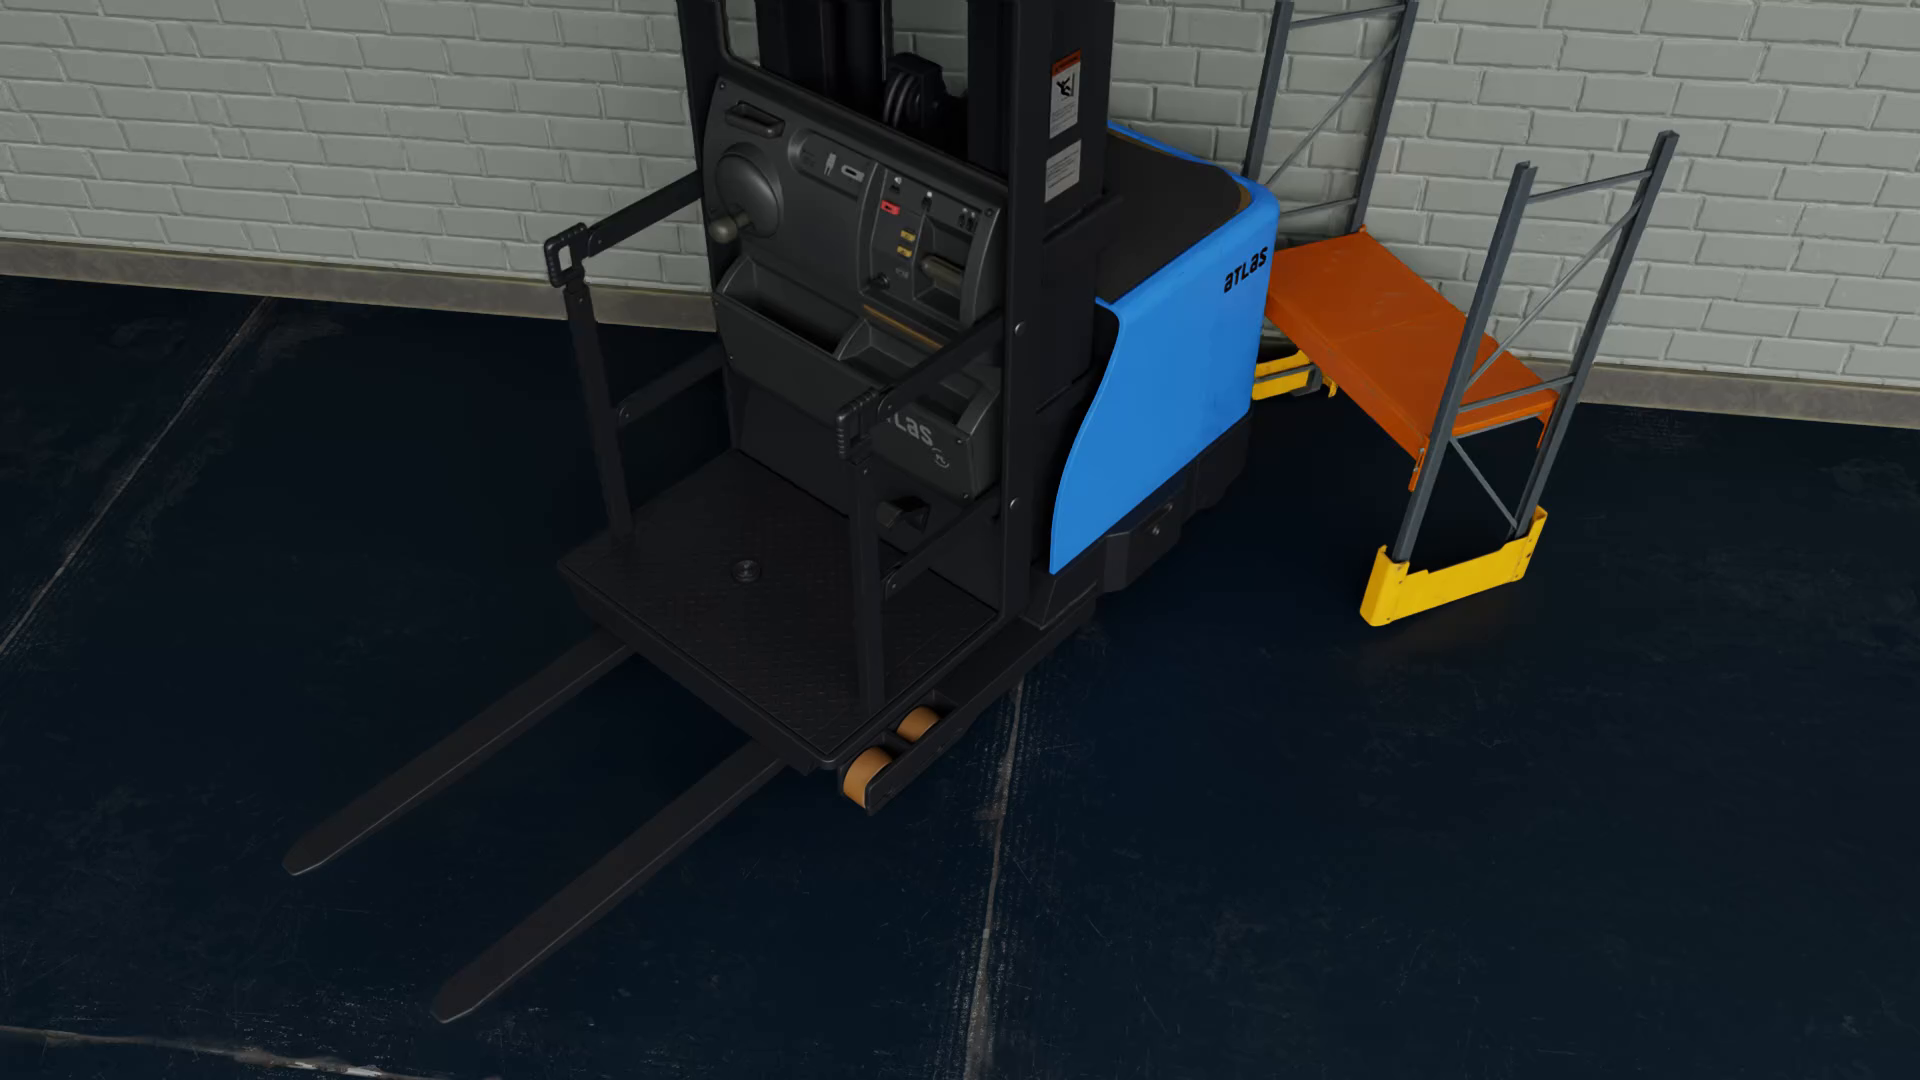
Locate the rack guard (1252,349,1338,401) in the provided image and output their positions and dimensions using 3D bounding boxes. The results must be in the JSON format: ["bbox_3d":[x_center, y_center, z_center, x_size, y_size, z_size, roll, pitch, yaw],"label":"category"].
[{"bbox_3d":[1.041,-0.550,5.618,0.587,0.250,0.087,-16,46,-21],"label":"rack guard"}]

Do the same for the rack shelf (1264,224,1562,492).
[{"bbox_3d":[1.281,-0.577,5.003,0.538,0.185,1.000,-16,46,-21],"label":"rack shelf"}]

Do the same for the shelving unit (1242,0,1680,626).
[{"bbox_3d":[1.296,-0.705,4.877,0.587,1.500,1.083,-16,46,-21],"label":"shelving unit"}]

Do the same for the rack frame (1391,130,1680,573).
[{"bbox_3d":[1.513,-0.395,4.551,0.500,1.500,0.032,-16,46,-21],"label":"rack frame"}]

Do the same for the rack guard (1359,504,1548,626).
[{"bbox_3d":[1.474,0.069,4.969,0.587,0.250,0.087,-16,46,-21],"label":"rack guard"}]

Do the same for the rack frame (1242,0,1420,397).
[{"bbox_3d":[1.070,-1.026,5.214,0.500,1.500,0.032,-16,46,-21],"label":"rack frame"}]

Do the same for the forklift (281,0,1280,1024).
[{"bbox_3d":[-0.420,-0.737,3.897,1.130,2.935,3.031,31,52,29],"label":"forklift"}]
